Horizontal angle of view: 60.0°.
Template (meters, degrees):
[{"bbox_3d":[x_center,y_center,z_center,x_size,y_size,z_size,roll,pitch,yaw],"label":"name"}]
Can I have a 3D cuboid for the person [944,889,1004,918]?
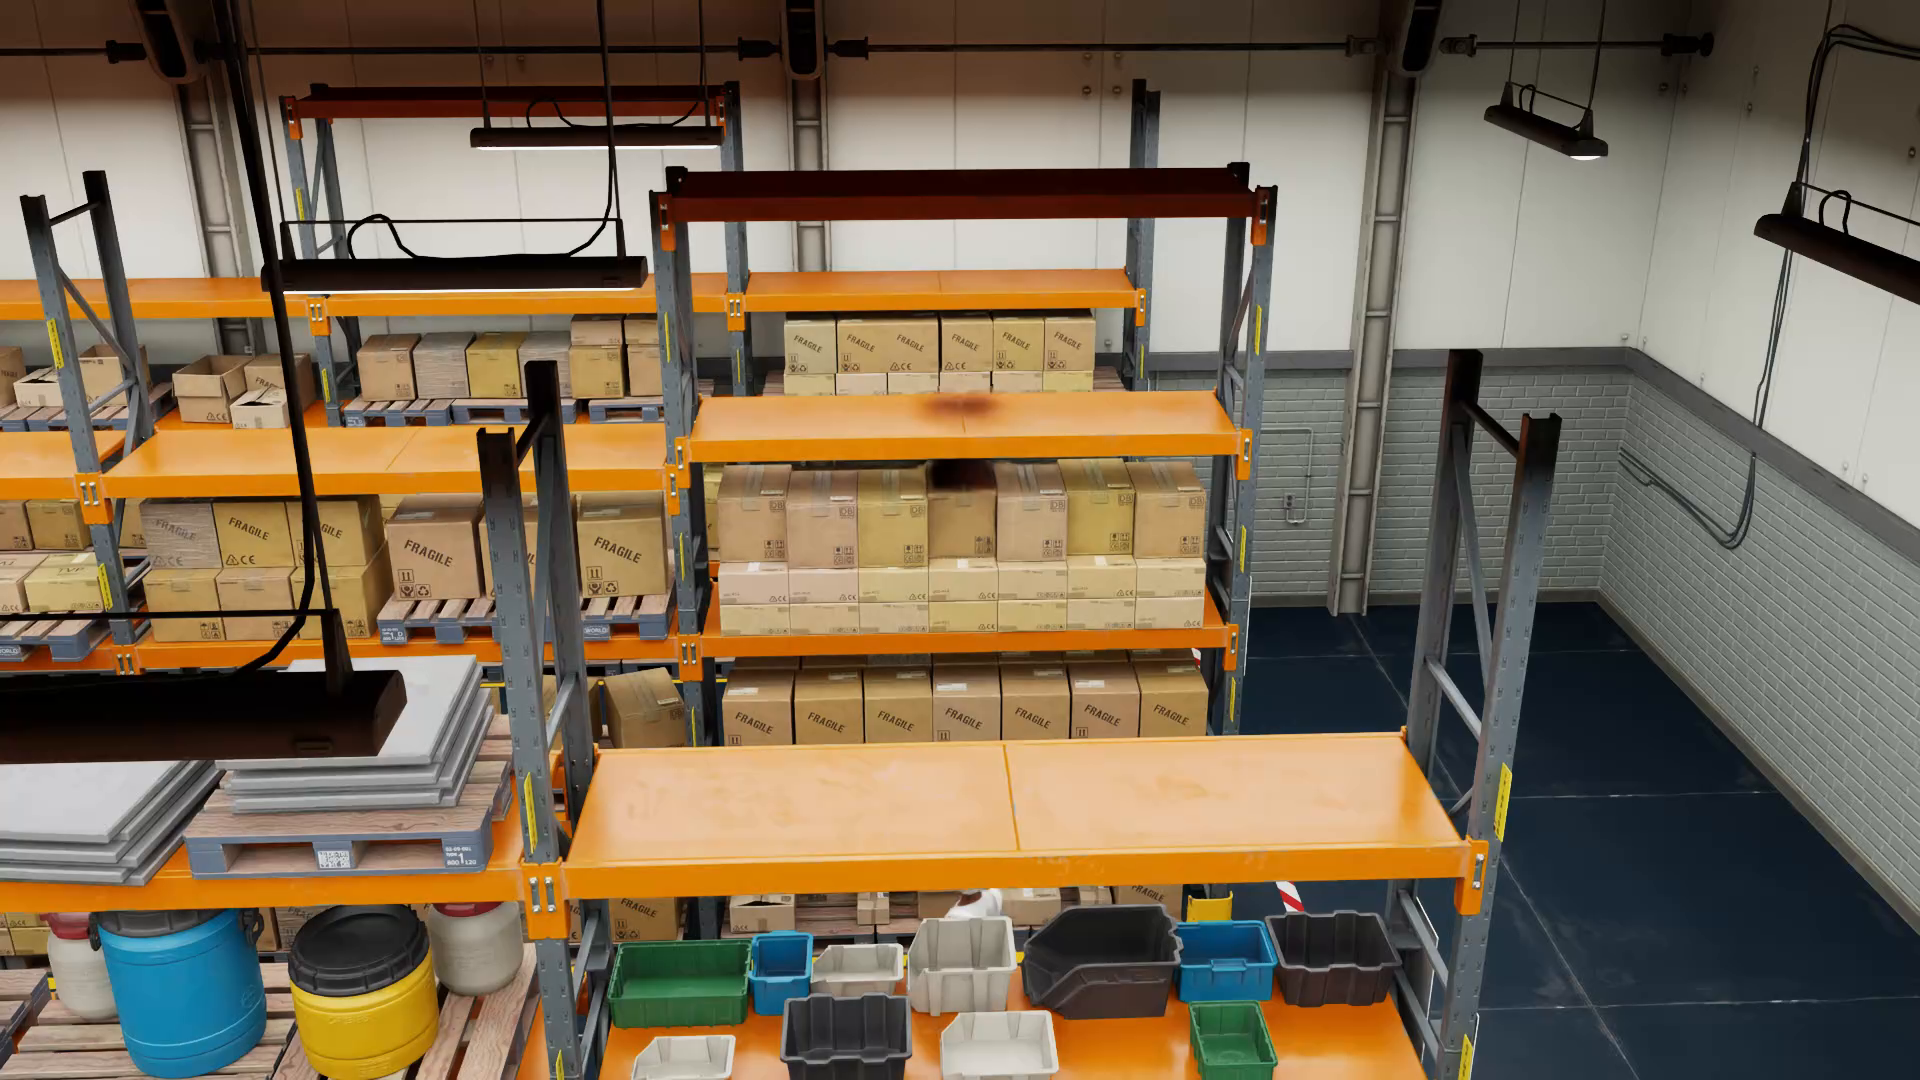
[{"bbox_3d":[-0.029,2.961,11.537,0.590,1.798,0.700,7,23,17],"label":"person"}]
